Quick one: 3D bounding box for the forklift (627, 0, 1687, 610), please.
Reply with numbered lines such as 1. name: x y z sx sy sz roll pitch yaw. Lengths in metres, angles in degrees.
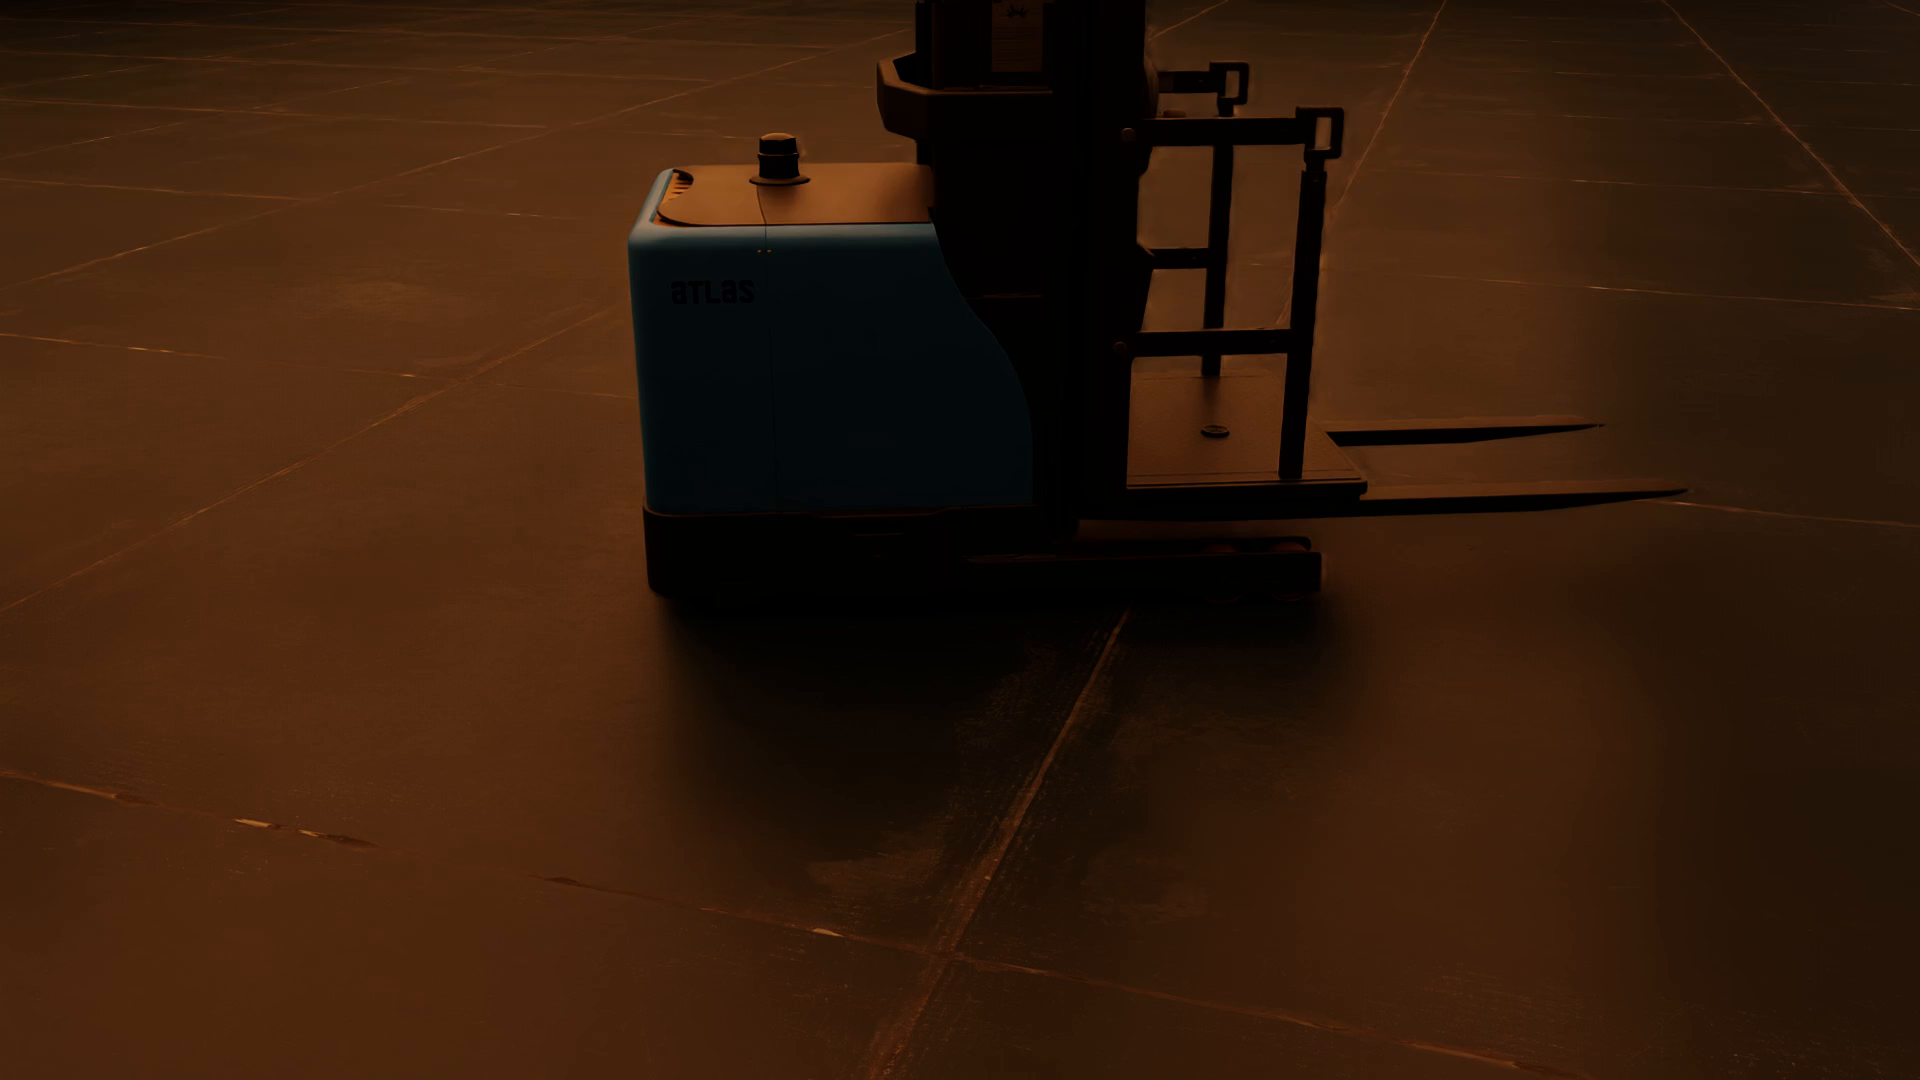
1. forklift: 0.606 -1.374 4.608 3.031 2.935 1.130 -2 23 -4
